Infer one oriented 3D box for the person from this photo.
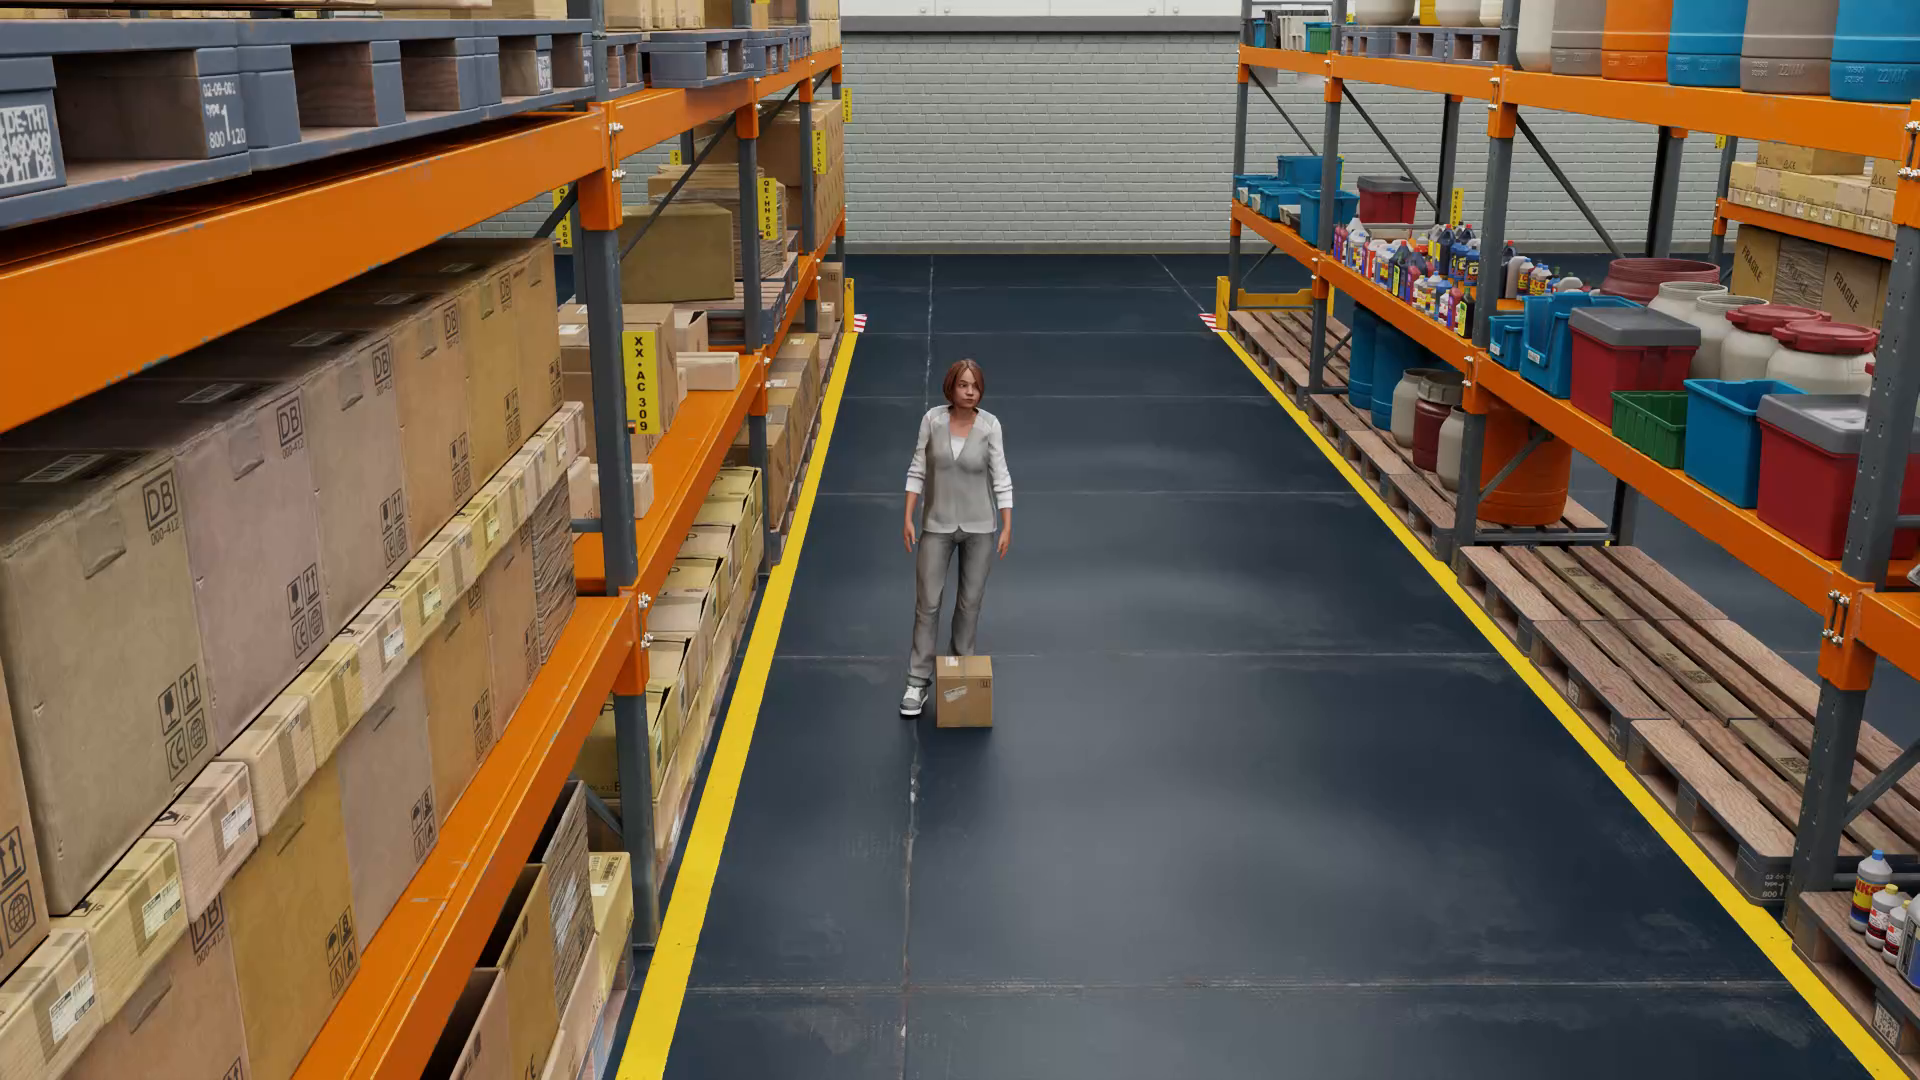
[{"bbox_3d":[-0.019,-0.014,7.577,0.519,1.597,0.475,0,17,0],"label":"person"}]
